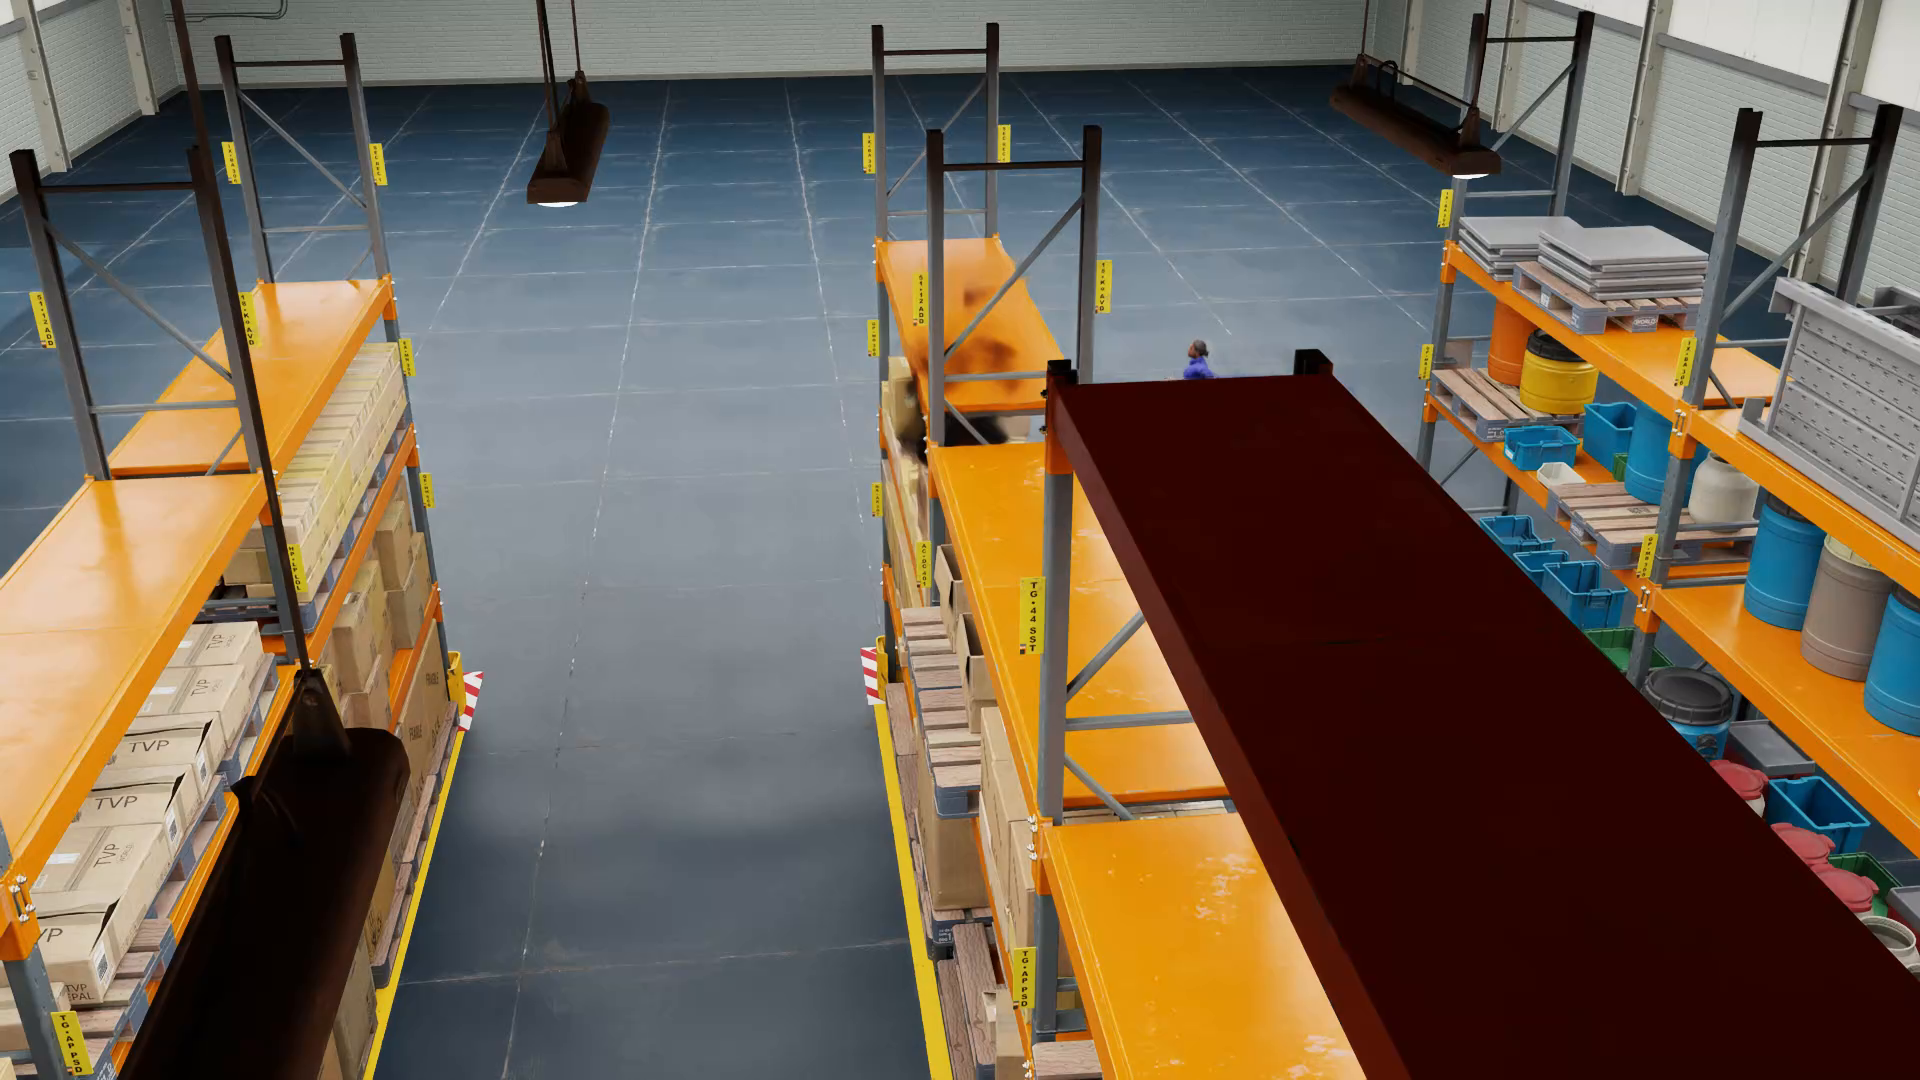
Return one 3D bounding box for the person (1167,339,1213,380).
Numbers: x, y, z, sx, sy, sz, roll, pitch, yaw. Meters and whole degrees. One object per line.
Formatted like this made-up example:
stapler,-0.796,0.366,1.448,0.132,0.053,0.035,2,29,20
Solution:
person,2.815,-1.534,19.949,0.746,1.614,0.554,7,26,14
